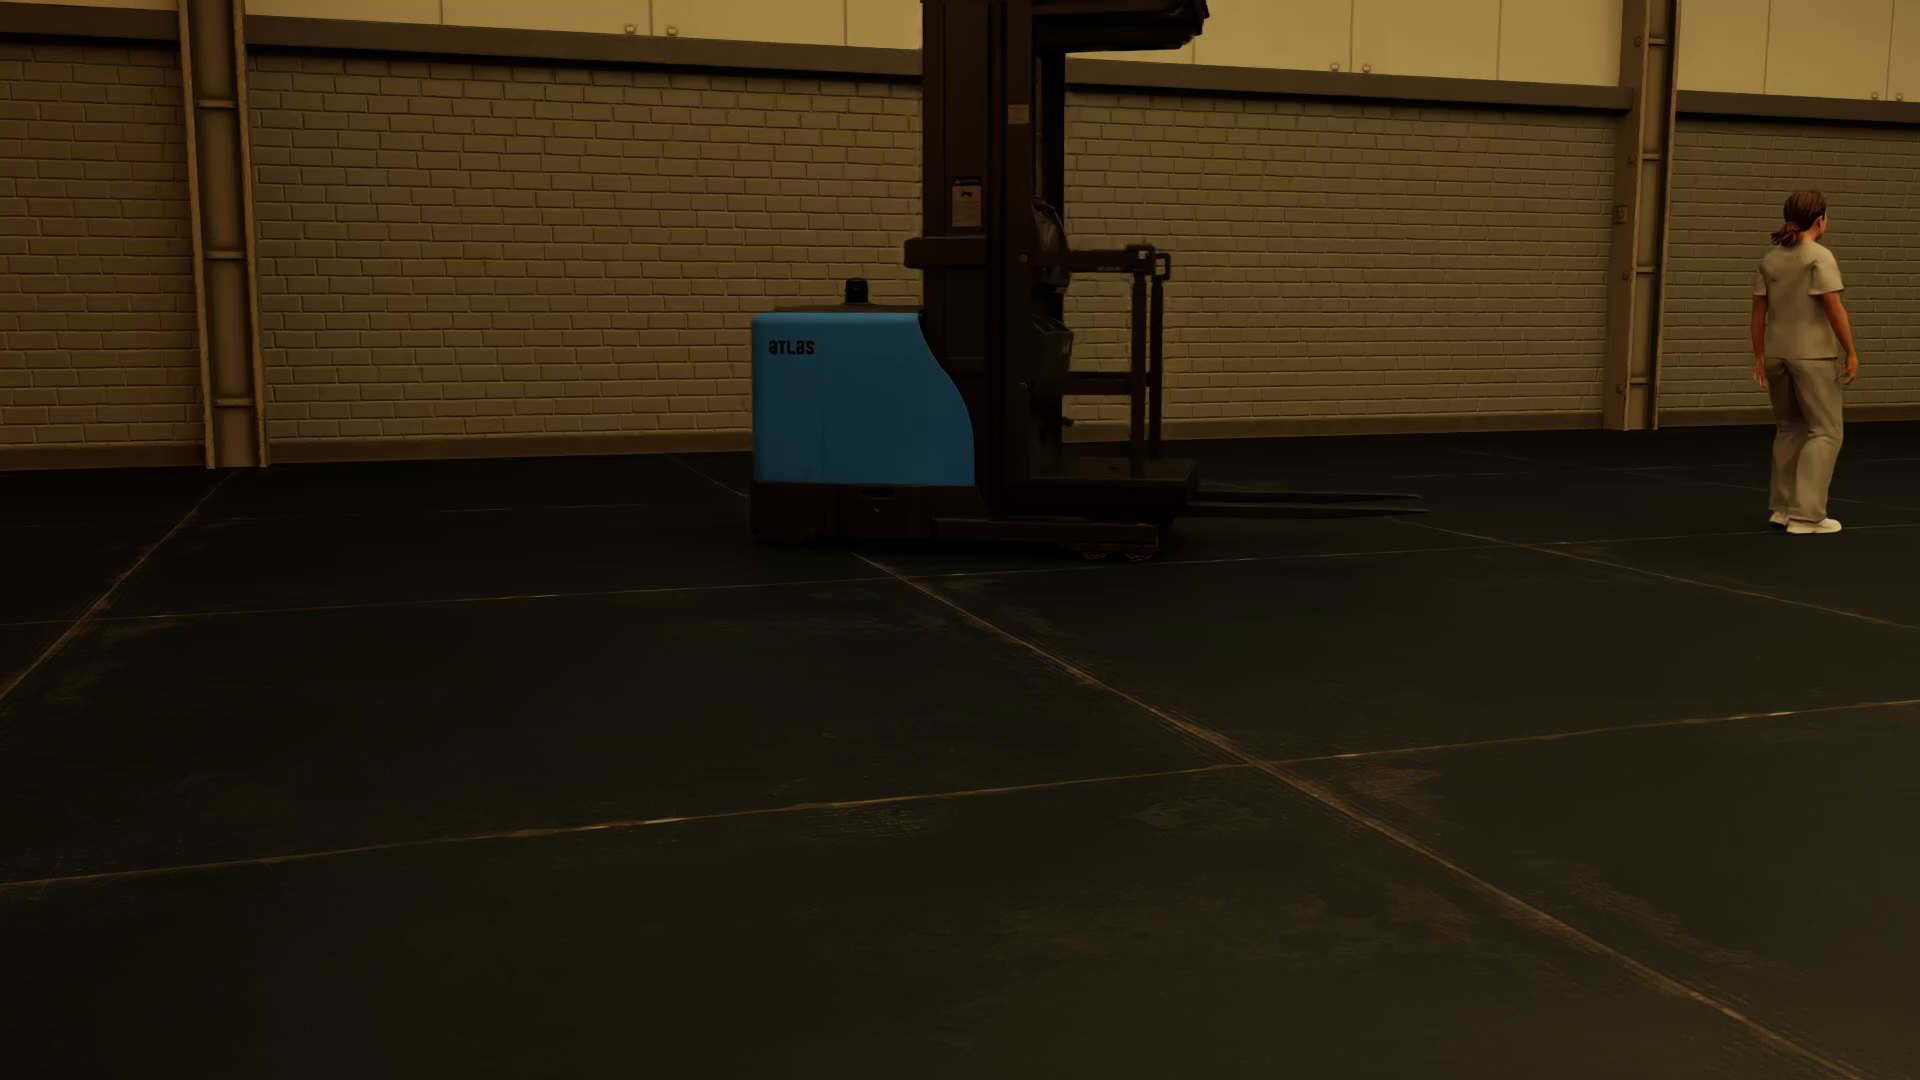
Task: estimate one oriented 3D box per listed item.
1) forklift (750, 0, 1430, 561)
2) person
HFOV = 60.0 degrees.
[{"bbox_3d":[0.604,-1.438,7.621,3.031,2.935,1.130,1,8,11],"label":"forklift"},{"bbox_3d":[4.181,-0.853,8.175,0.502,1.699,0.521,-3,8,-20],"label":"person"}]
